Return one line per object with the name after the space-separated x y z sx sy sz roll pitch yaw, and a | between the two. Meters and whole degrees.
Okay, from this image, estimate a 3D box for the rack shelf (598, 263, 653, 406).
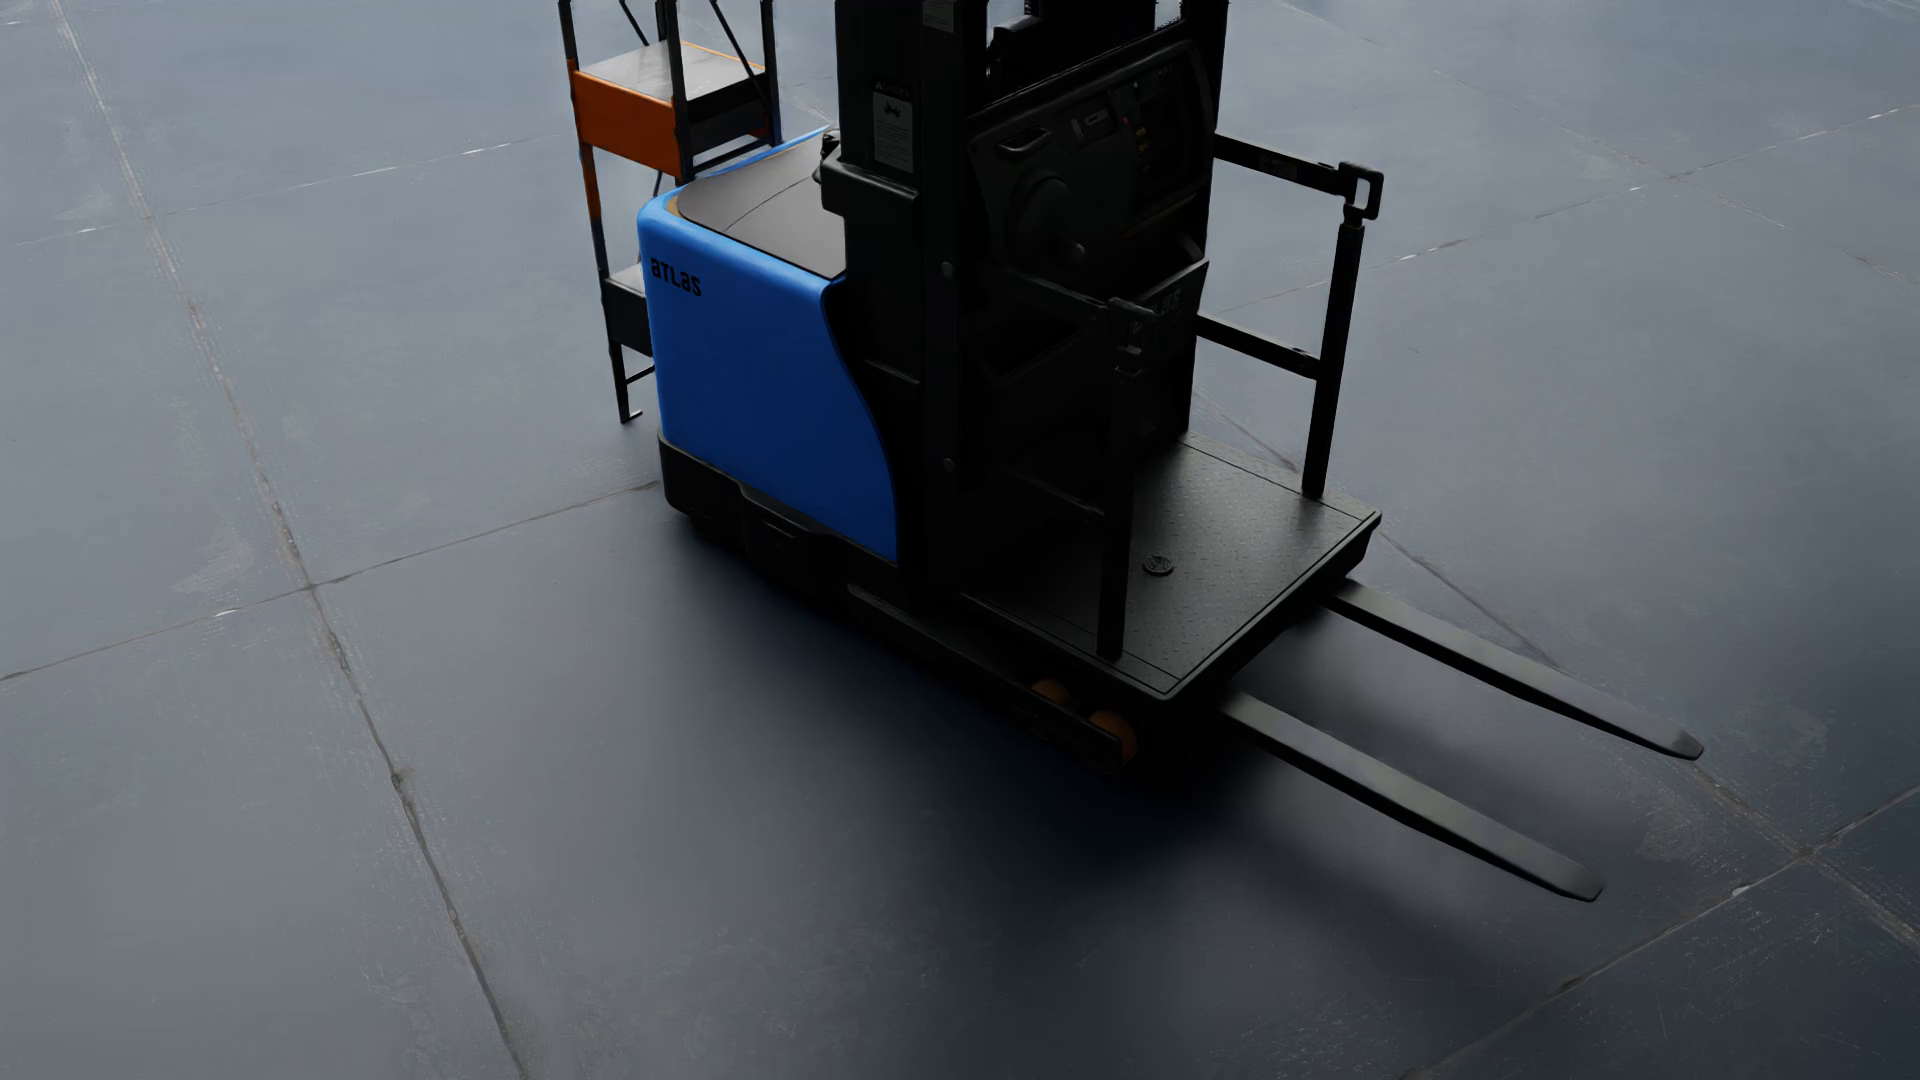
-0.869 -0.681 5.607 0.480 0.518 0.431 26 43 32 | rack shelf

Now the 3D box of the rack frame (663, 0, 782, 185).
-0.690 -1.169 5.061 0.015 2.100 0.400 26 43 32 | rack frame

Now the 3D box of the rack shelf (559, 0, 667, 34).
-0.882 -1.818 4.790 0.480 0.518 0.431 26 43 32 | rack shelf

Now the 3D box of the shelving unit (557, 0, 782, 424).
-0.876 -1.260 5.190 0.503 2.100 0.431 26 43 32 | shelving unit

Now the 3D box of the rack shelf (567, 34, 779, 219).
-0.875 -1.249 5.198 0.480 0.518 0.431 26 43 32 | rack shelf

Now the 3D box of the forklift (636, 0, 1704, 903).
0.501 -0.919 4.024 3.031 2.935 1.130 27 44 32 | forklift

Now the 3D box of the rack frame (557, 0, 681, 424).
-1.061 -1.351 5.320 0.015 2.100 0.400 26 43 32 | rack frame
